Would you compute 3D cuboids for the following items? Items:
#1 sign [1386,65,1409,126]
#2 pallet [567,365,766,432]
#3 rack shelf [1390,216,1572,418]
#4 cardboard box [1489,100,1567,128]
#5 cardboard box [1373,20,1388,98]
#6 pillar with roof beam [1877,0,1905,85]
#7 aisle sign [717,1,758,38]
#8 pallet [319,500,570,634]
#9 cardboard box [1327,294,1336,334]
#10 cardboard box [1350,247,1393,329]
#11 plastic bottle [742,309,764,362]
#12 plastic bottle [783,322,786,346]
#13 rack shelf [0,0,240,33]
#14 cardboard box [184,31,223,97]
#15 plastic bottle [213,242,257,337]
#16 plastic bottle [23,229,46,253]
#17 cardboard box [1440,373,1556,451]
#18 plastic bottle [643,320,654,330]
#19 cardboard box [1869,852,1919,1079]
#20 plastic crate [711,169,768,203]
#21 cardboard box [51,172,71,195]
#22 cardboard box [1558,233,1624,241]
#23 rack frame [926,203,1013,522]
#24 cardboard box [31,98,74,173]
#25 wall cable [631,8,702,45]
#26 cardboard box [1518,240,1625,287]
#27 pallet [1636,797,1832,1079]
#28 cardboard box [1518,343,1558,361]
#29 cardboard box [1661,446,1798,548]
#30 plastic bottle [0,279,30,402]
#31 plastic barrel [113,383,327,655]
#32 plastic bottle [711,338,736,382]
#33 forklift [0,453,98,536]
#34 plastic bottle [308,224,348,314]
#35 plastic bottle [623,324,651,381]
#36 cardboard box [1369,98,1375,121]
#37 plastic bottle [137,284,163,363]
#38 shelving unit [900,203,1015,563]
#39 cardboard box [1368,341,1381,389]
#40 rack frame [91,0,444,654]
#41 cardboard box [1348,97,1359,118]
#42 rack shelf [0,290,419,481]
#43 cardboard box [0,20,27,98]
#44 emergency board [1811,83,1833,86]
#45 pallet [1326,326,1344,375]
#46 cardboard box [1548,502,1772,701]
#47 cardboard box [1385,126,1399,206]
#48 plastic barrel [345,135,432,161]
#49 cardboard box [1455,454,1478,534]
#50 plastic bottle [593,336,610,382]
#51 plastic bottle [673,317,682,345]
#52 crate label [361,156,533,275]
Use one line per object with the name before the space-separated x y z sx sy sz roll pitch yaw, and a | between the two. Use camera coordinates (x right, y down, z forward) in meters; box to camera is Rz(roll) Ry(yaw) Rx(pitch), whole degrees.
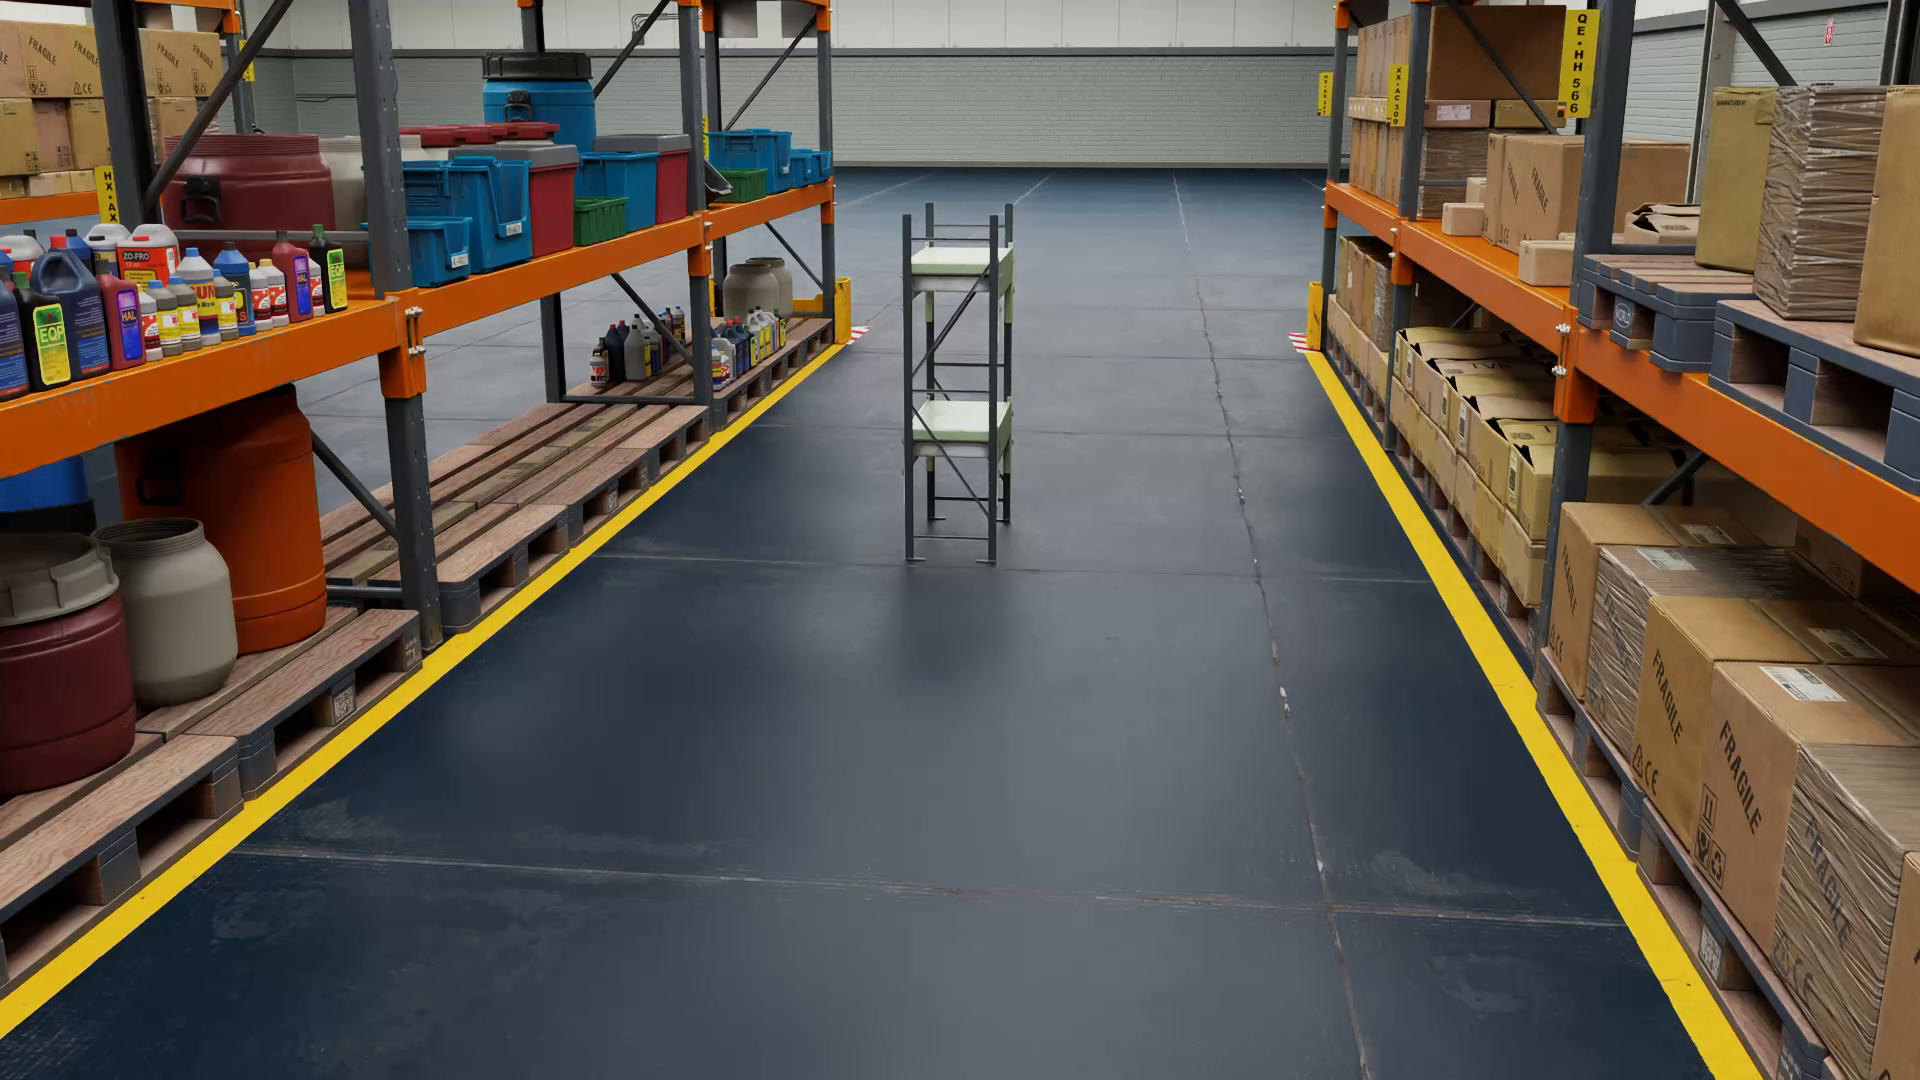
sign | 2.383 -2.422 9.062 0.100 0.325 0.005 2 15 6
pallet | -1.869 -0.924 10.673 1.003 0.211 1.213 2 15 6
rack shelf | 2.709 -1.084 7.302 1.077 0.370 4.000 2 15 6
cardboard box | 3.158 -2.375 9.265 0.380 0.149 0.250 2 15 6
cardboard box | 3.205 -3.260 11.295 0.700 0.500 0.500 2 15 6
pillar with roof beam | 5.489 -7.214 17.102 9.100 9.000 0.400 2 15 6
aisle sign | -1.818 -4.416 13.268 0.394 0.787 0.004 2 15 6
pallet | -2.312 0.087 6.936 1.003 0.211 1.213 2 15 6
cardboard box | 3.105 -1.730 12.777 0.500 0.250 0.500 2 15 6
cardboard box | 2.933 -1.703 11.241 0.500 0.500 0.500 2 15 6
plastic bottle | -1.414 -1.387 11.276 0.144 0.351 0.185 2 15 6
plastic bottle | -1.307 -1.506 12.005 0.097 0.201 0.097 0 15 0
rack shelf | -6.682 -3.862 11.830 1.077 0.370 4.000 2 15 6
cardboard box | -6.273 -3.805 13.309 0.500 0.500 0.500 2 15 6
plastic bottle | -2.139 -0.740 4.899 0.097 0.271 0.097 0 15 0
plastic bottle | -2.890 -0.816 5.158 0.061 0.283 0.133 2 15 6
cardboard box | 2.468 -0.597 7.513 0.500 0.311 0.500 2 15 8
plastic bottle | -2.120 -1.345 11.266 0.152 0.276 0.135 2 15 7
cardboard box | 1.867 0.855 2.700 0.500 0.500 0.500 2 15 6
plastic crate | -1.553 -2.338 10.969 0.450 0.188 0.662 2 15 6
cardboard box | -6.468 -2.493 11.617 0.380 0.149 0.250 2 15 6
cardboard box | 2.571 -1.124 6.552 0.380 0.149 0.250 3 15 10
rack frame | 0.042 -0.821 7.824 0.400 1.500 0.023 2 15 6
cardboard box | -6.748 -2.811 11.548 0.875 0.500 0.500 2 15 6
wall cable | -7.747 -16.323 44.273 2.305 6.003 0.169 2 15 6
cardboard box | 2.310 -1.033 6.215 0.380 0.149 0.250 2 15 6
pallet | 2.221 0.942 3.775 1.003 0.211 1.213 2 15 6
cardboard box | 3.121 -0.847 8.438 0.500 0.311 0.500 2 15 8
cardboard box | 2.834 -0.186 5.991 0.500 0.311 0.500 2 15 8
plastic bottle | -2.284 -0.499 3.855 0.144 0.351 0.185 2 15 6
plastic barrel | -2.476 -0.087 5.590 0.600 0.830 0.708 2 15 6
plastic bottle | -1.506 -1.149 10.539 0.152 0.276 0.135 2 15 8
forklift | -5.199 -1.151 6.305 3.031 2.935 1.130 -11 19 -36
plastic bottle | -2.060 -0.885 5.414 0.061 0.283 0.133 2 15 6
plastic bottle | -2.057 -1.202 10.591 0.144 0.351 0.185 2 15 6
cardboard box | 2.985 -2.919 11.277 0.380 0.149 0.250 2 15 6
plastic bottle | -2.194 -0.580 4.441 0.097 0.201 0.097 0 15 0
shelving unit | 0.001 -0.726 7.473 0.431 1.500 0.755 2 15 6
cardboard box | 2.836 -1.081 10.378 0.500 0.250 0.500 2 15 6
rack frame | -2.438 -1.059 5.833 1.000 3.000 0.127 2 15 6
cardboard box | 3.128 -3.253 12.513 0.380 0.149 0.250 2 15 6
rack shelf | -2.664 -0.193 4.009 1.077 0.370 4.000 2 15 6
cardboard box | -6.550 -3.156 10.910 0.500 0.500 0.500 2 15 6
emergency board | 10.083 -4.831 19.783 0.194 1.169 0.643 2 15 6
pallet | 3.341 -1.442 12.589 1.003 0.211 1.213 2 15 6
cardboard box | 2.148 0.192 5.153 0.500 0.500 0.500 2 15 9
cardboard box | 3.092 -2.380 10.527 0.700 0.500 0.500 2 15 7
plastic barrel | -2.487 -1.496 7.232 0.421 0.512 0.421 0 15 0
cardboard box | 2.415 -0.196 7.102 0.500 0.250 0.500 2 15 8
plastic bottle | -2.260 -1.132 10.464 0.061 0.283 0.133 2 15 9
plastic bottle | -2.061 -1.508 12.010 0.097 0.201 0.097 0 15 0
crate label | -2.057 -1.326 6.752 0.502 0.435 0.616 2 15 6
